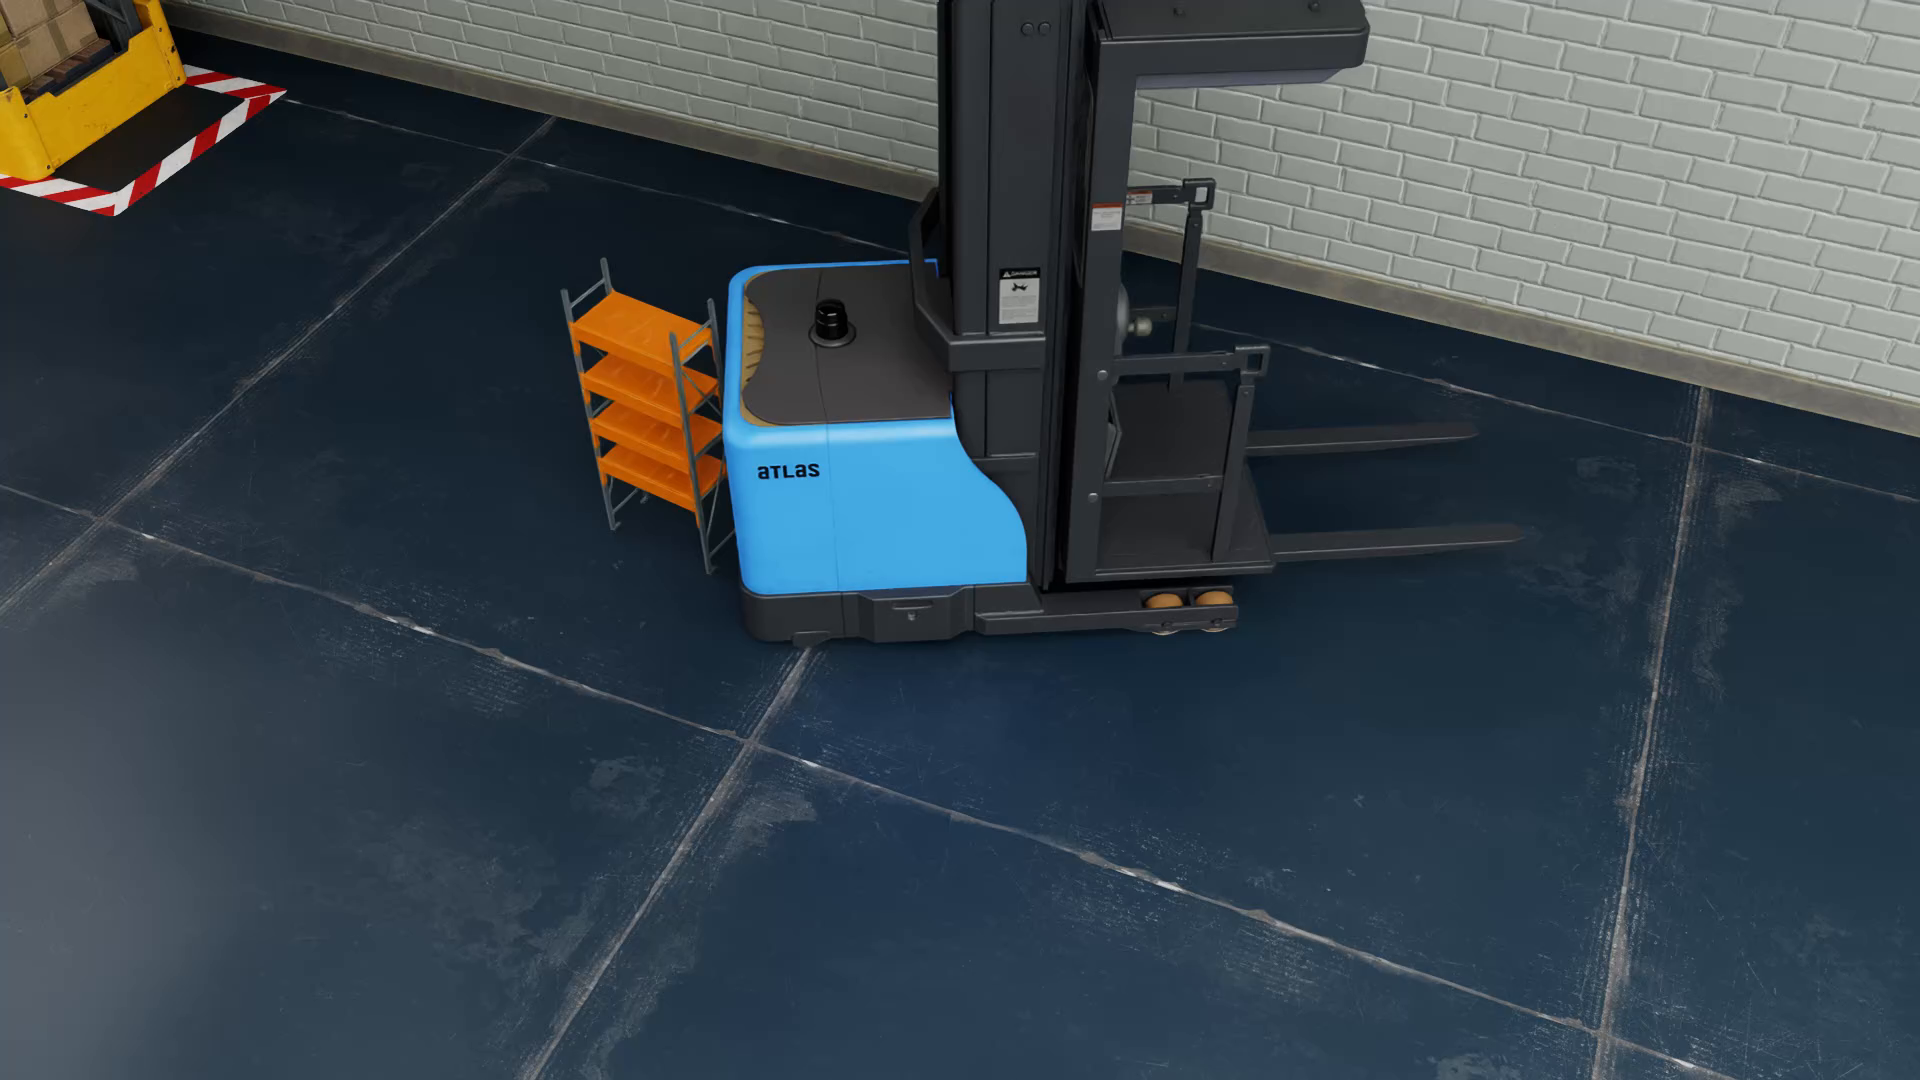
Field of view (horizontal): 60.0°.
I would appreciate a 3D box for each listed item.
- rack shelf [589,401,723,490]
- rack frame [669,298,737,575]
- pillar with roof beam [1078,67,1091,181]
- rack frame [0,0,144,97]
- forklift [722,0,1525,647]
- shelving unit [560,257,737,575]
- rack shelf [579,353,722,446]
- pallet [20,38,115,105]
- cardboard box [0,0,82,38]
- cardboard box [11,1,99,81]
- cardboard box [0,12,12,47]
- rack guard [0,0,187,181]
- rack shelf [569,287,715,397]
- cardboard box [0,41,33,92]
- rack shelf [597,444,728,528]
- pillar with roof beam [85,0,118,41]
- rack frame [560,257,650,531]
[{"bbox_3d":[-1.151,-0.400,6.396,0.480,0.148,0.258,23,49,21],"label":"rack shelf"},{"bbox_3d":[-0.942,-0.360,6.260,0.015,1.200,0.240,23,49,21],"label":"rack frame"},{"bbox_3d":[-1.147,-1.813,2.192,0.400,9.000,9.100,16,47,16],"label":"pillar with roof beam"},{"bbox_3d":[-4.732,-3.342,7.983,0.127,3.000,1.000,16,47,16],"label":"rack frame"},{"bbox_3d":[0.659,-1.047,5.724,3.031,2.935,1.130,-3,45,-3],"label":"forklift"},{"bbox_3d":[-1.151,-0.448,6.349,0.503,1.200,0.258,23,49,21],"label":"shelving unit"},{"bbox_3d":[-1.151,-0.559,6.238,0.480,0.148,0.258,23,49,21],"label":"rack shelf"},{"bbox_3d":[-5.453,-2.534,9.147,1.213,0.211,1.003,16,47,16],"label":"pallet"},{"bbox_3d":[-5.086,-2.957,8.892,0.500,0.250,0.500,17,47,17],"label":"cardboard box"},{"bbox_3d":[-5.110,-2.777,9.066,0.500,0.250,0.500,17,47,16],"label":"cardboard box"},{"bbox_3d":[-5.301,-2.622,8.556,0.500,0.250,0.500,16,47,15],"label":"cardboard box"},{"bbox_3d":[-4.709,-2.450,8.858,0.348,0.500,1.175,16,47,16],"label":"rack guard"},{"bbox_3d":[-1.152,-0.727,6.072,0.480,0.148,0.258,23,49,21],"label":"rack shelf"},{"bbox_3d":[-5.287,-2.438,8.726,0.500,0.250,0.500,17,47,16],"label":"cardboard box"},{"bbox_3d":[-1.151,-0.259,6.536,0.480,0.148,0.258,23,49,21],"label":"rack shelf"},{"bbox_3d":[-6.685,-3.442,3.830,0.400,9.000,9.100,16,47,16],"label":"pillar with roof beam"},{"bbox_3d":[-1.360,-0.536,6.438,0.015,1.200,0.240,23,49,21],"label":"rack frame"}]
